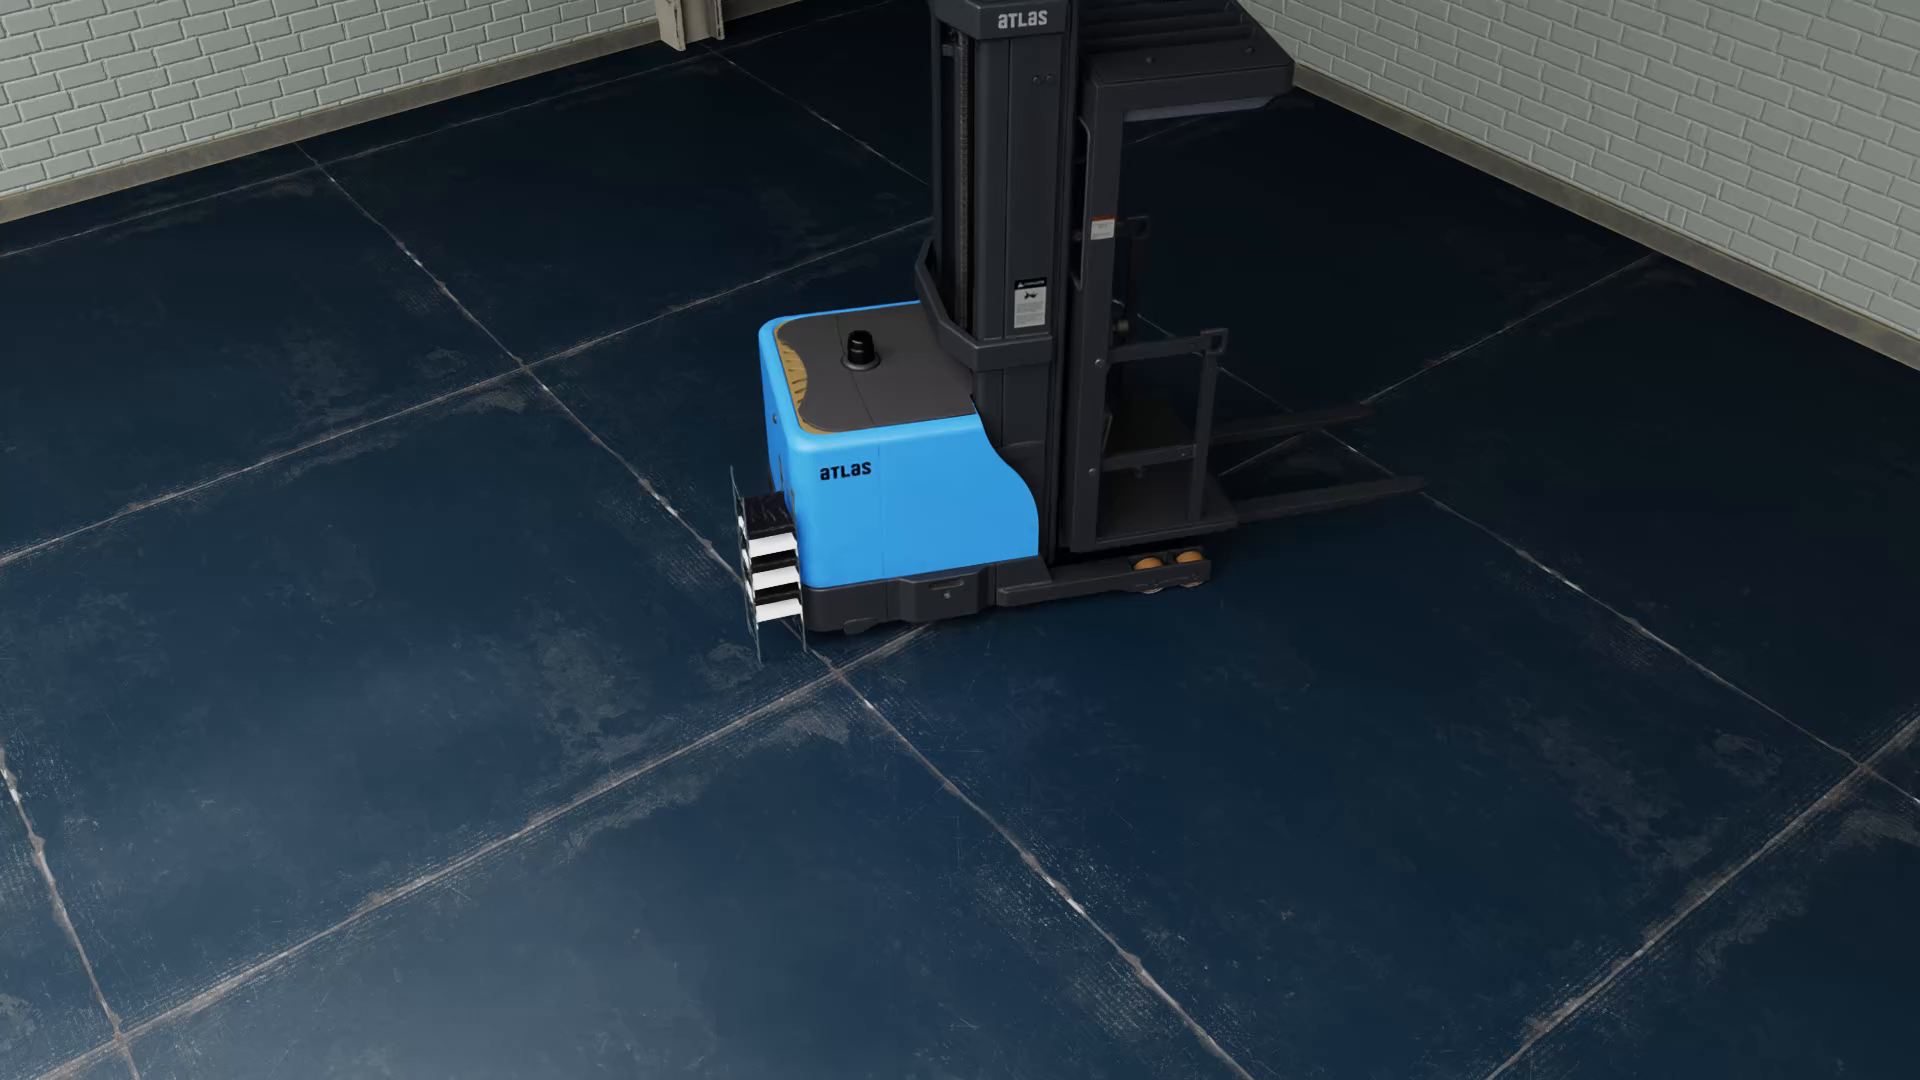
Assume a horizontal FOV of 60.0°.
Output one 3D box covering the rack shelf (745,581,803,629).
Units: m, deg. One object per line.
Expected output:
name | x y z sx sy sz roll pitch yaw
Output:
rack shelf | -0.808 0.259 7.195 0.200 0.077 0.258 -12 41 -14

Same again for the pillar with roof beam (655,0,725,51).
pillar with roof beam | 0.615 -5.079 6.980 0.400 9.000 9.100 -26 46 -28

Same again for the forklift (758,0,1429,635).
forklift | 0.666 -1.207 7.044 3.031 2.935 1.130 -9 40 -10

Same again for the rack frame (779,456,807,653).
rack frame | -0.712 0.074 7.084 0.006 0.900 0.240 -12 41 -14

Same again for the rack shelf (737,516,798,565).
rack shelf | -0.808 -0.019 6.966 0.200 0.077 0.258 -12 41 -14

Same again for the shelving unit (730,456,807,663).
shelving unit | -0.808 0.094 7.059 0.210 0.900 0.258 -12 41 -14

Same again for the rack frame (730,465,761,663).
rack frame | -0.905 0.114 7.035 0.006 0.900 0.240 -12 41 -14

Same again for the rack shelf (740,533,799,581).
rack shelf | -0.808 0.050 7.023 0.200 0.077 0.258 -12 41 -14

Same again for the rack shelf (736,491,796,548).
rack shelf | -0.808 -0.089 6.909 0.200 0.077 0.258 -12 41 -14

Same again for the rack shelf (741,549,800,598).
rack shelf | -0.808 0.120 7.080 0.200 0.077 0.258 -12 41 -14

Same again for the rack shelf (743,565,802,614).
rack shelf | -0.808 0.189 7.137 0.200 0.077 0.258 -12 41 -14
